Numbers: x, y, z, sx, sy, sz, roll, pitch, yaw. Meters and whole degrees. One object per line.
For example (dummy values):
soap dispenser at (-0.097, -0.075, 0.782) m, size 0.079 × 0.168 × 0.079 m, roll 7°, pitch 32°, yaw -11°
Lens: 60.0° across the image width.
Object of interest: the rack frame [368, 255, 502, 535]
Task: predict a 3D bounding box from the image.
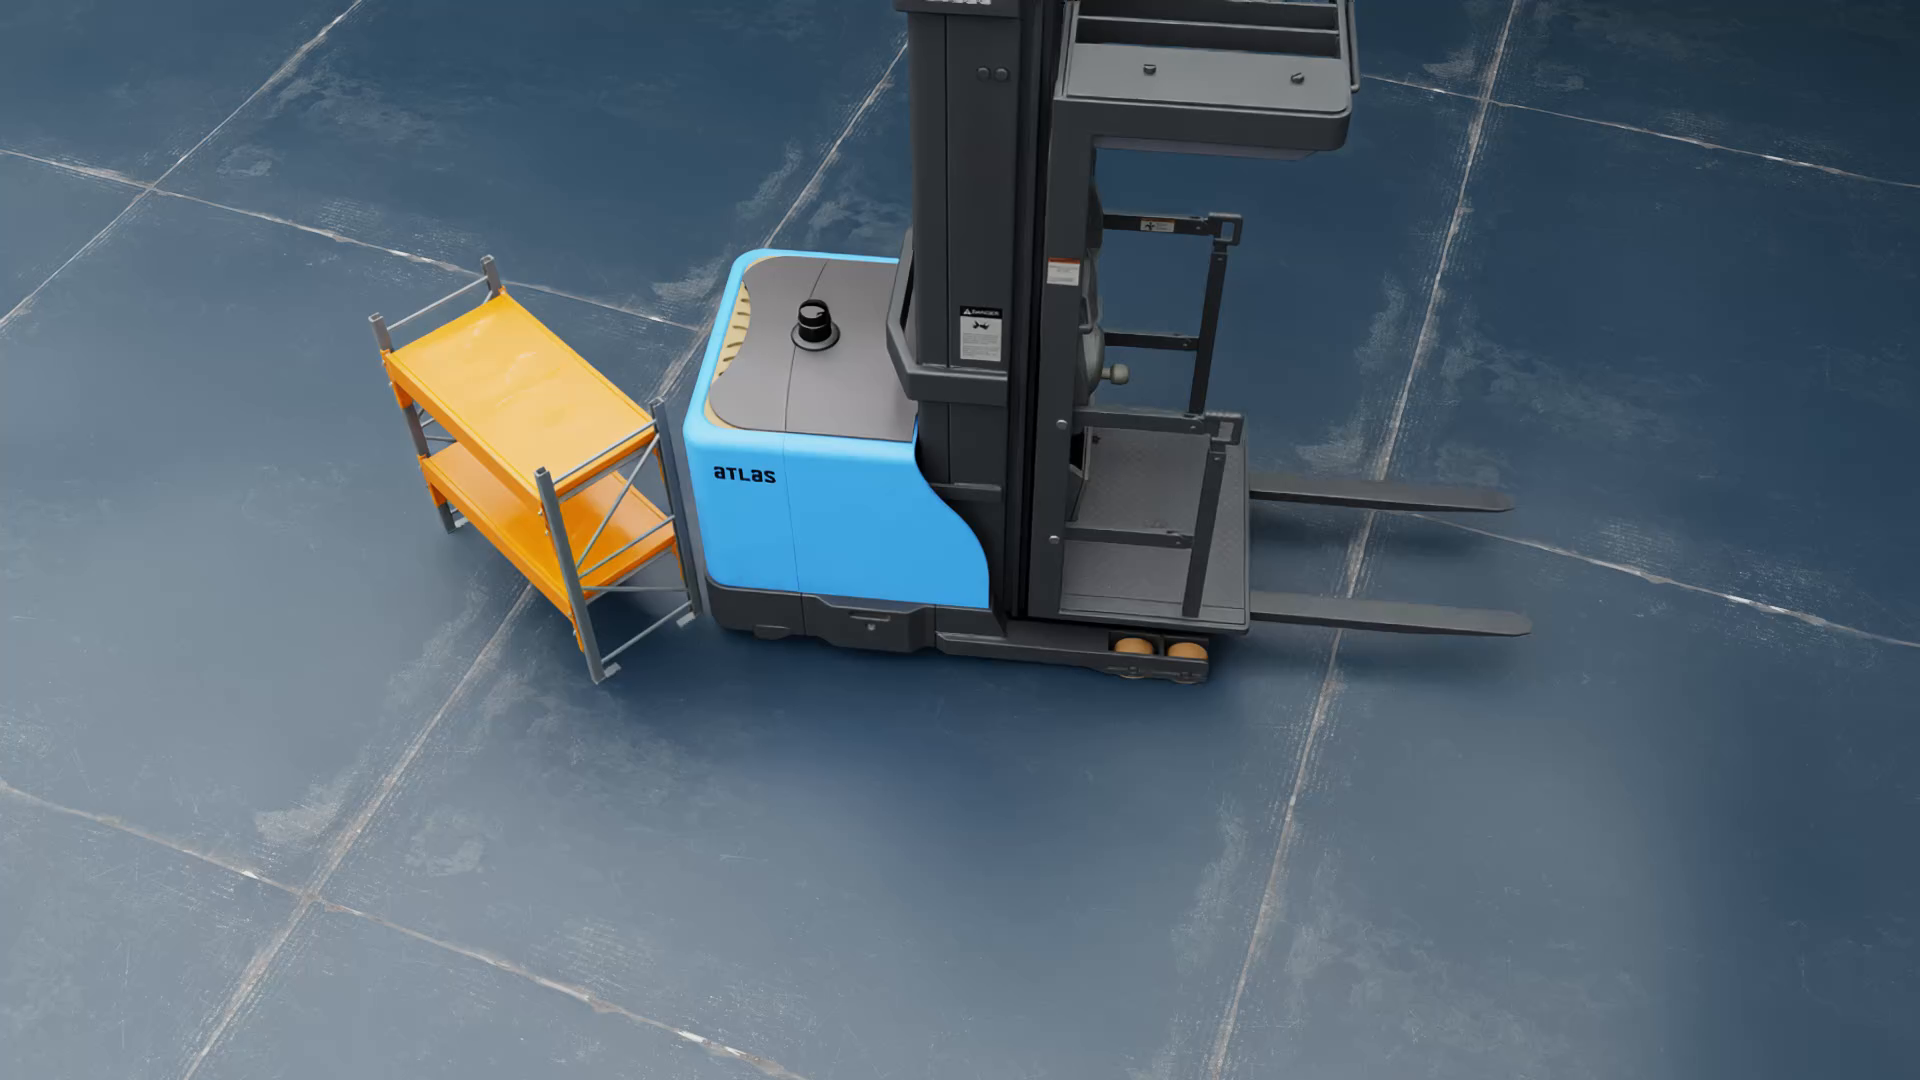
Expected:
rack frame at (-1.875, -0.528, 6.330) m, size 0.500 × 1.125 × 0.032 m, roll -36°, pitch 58°, yaw -27°

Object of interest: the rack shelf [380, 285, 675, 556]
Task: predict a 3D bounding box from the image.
rack shelf at (-1.525, -0.442, 5.868) m, size 0.538 × 0.278 × 1.000 m, roll -36°, pitch 58°, yaw -27°

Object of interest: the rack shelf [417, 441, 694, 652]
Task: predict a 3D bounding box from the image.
rack shelf at (-1.525, -0.090, 6.274) m, size 0.538 × 0.278 × 1.000 m, roll -36°, pitch 58°, yaw -27°

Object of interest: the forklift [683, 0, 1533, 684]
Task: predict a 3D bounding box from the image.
forklift at (0.609, -0.855, 5.418) m, size 3.031 × 2.935 × 1.130 m, roll 5°, pitch 49°, yaw 4°

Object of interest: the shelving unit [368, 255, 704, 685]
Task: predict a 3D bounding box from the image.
shelving unit at (-1.525, -0.250, 6.089) m, size 0.538 × 1.125 × 1.048 m, roll -36°, pitch 58°, yaw -27°

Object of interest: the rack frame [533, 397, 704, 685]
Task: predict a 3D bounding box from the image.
rack frame at (-1.174, 0.029, 5.847) m, size 0.500 × 1.125 × 0.032 m, roll -36°, pitch 58°, yaw -27°
